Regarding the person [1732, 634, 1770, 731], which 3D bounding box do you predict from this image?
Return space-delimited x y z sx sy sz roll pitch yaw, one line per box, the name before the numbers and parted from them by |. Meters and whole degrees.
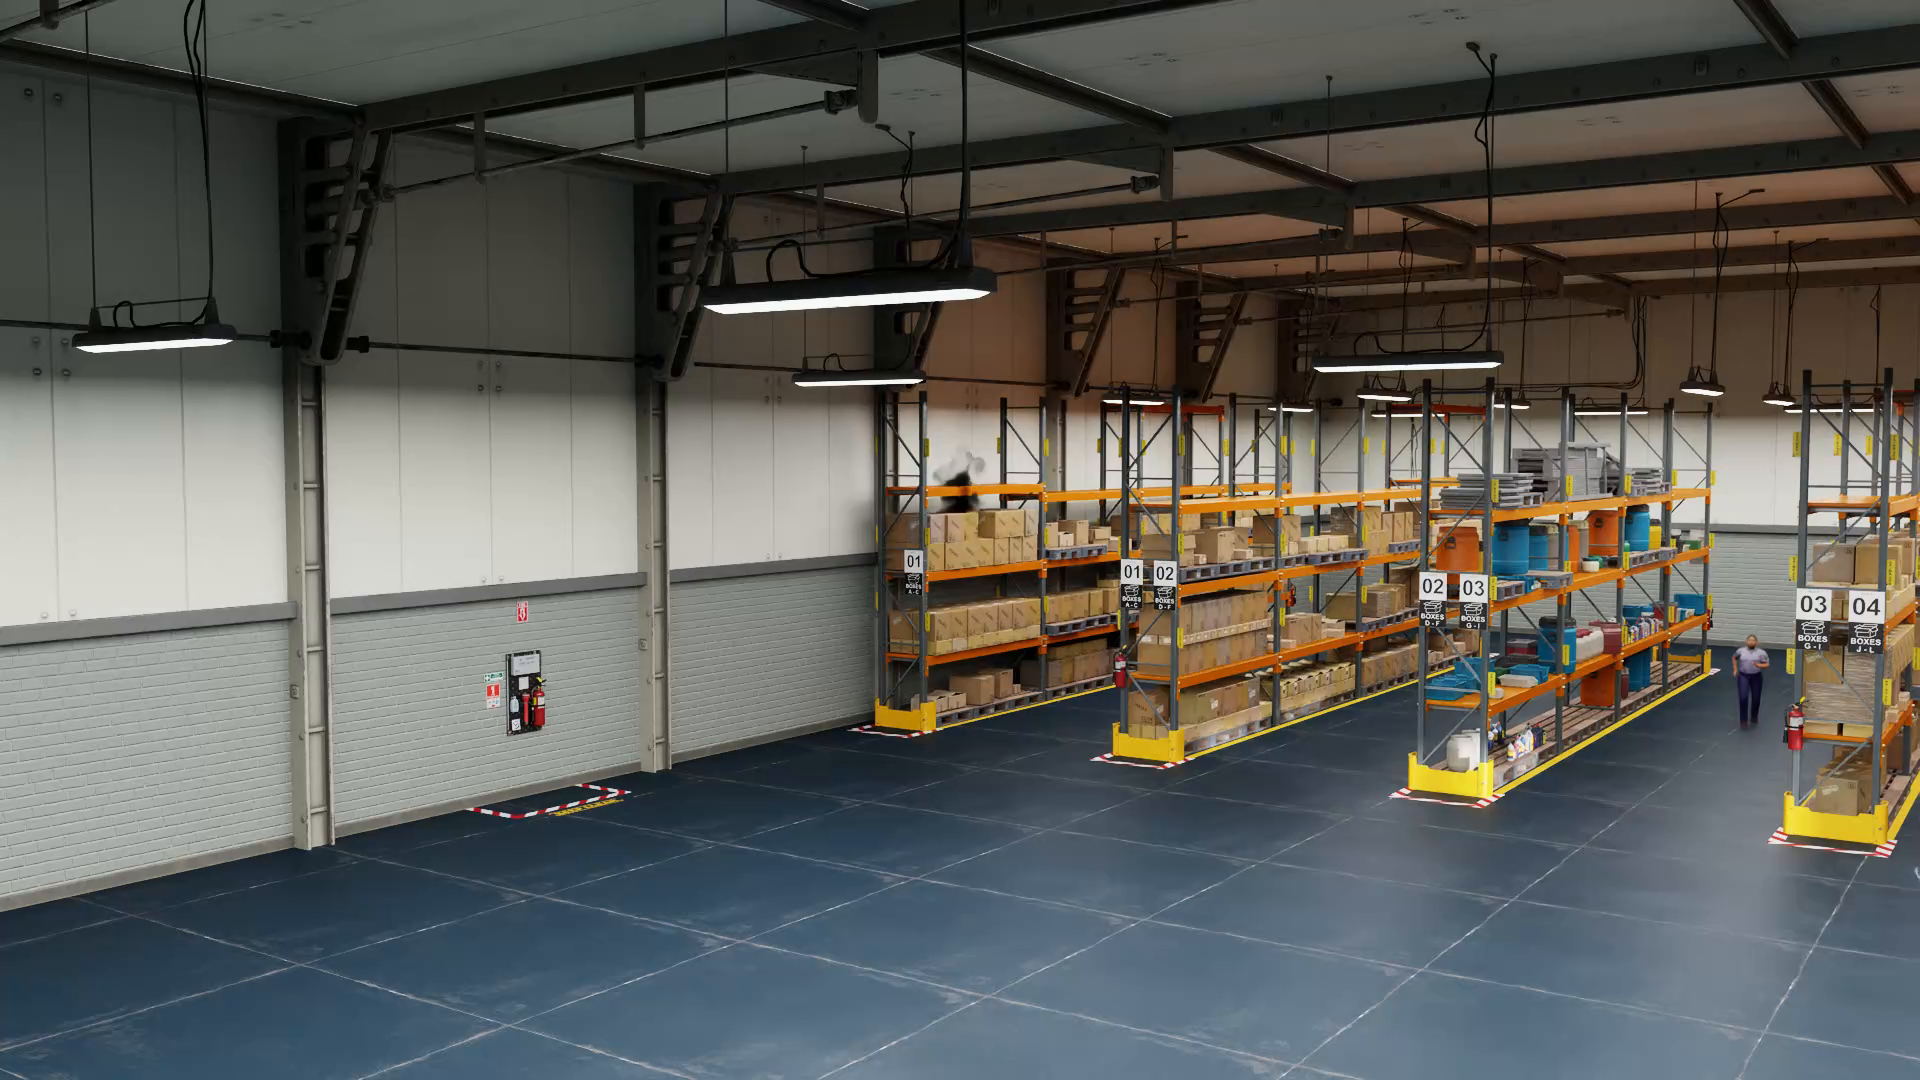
person | 14.109 2.518 29.681 0.594 1.671 0.895 1 3 23
